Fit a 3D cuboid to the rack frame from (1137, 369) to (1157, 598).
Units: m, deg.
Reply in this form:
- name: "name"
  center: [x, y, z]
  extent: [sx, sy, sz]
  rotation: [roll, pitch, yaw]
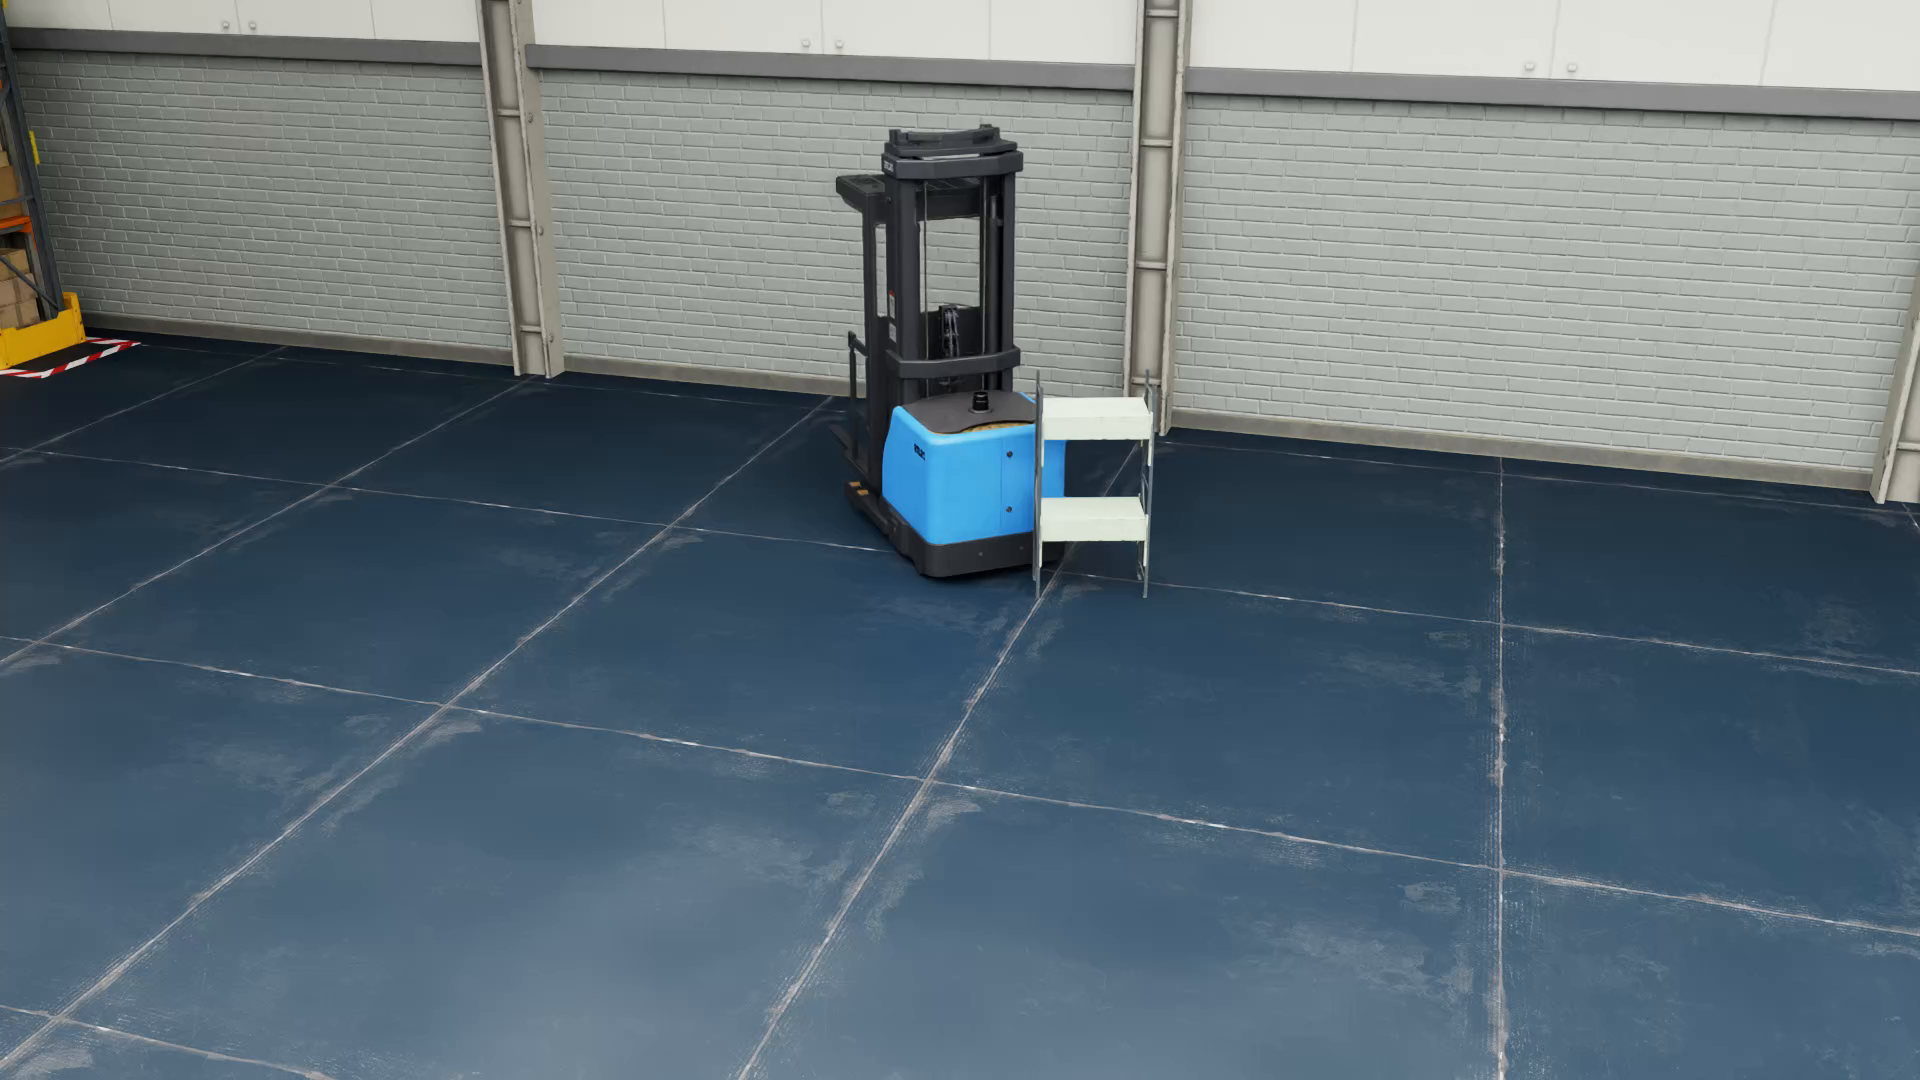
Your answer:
- name: "rack frame"
  center: [1.256, -0.374, 11.205]
  extent: [0.023, 1.500, 0.400]
  rotation: [-1, 22, -1]

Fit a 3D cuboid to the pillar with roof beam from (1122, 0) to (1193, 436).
- name: "pillar with roof beam"
  center: [0.397, -3.581, 9.142]
  extent: [0.400, 9.000, 9.100]
  rotation: [7, 23, 16]

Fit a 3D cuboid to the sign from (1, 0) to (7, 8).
- name: "sign"
  center: [-9.276, -5.311, 16.056]
  extent: [0.005, 0.325, 0.100]
  rotation: [7, 23, 16]

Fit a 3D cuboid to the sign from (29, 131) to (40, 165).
- name: "sign"
  center: [-9.276, -3.919, 16.627]
  extent: [0.005, 0.325, 0.100]
  rotation: [7, 23, 16]

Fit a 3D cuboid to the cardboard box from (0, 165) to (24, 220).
- name: "cardboard box"
  center: [-9.836, -3.483, 16.676]
  extent: [0.500, 0.500, 0.500]
  rotation: [7, 23, 17]

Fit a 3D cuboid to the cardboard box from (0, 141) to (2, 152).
- name: "cardboard box"
  center: [-9.702, -3.880, 16.397]
  extent: [0.250, 0.149, 0.380]
  rotation: [6, 23, 14]

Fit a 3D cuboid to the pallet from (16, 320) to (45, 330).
- name: "pallet"
  center: [-10.186, -2.060, 17.013]
  extent: [1.213, 0.211, 1.003]
  rotation: [7, 23, 16]

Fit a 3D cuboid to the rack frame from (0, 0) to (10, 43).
- name: "rack frame"
  center: [-9.442, -6.057, 15.178]
  extent: [0.127, 3.000, 1.000]
  rotation: [7, 23, 16]

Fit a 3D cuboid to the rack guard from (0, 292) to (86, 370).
- name: "rack guard"
  center: [-9.419, -2.122, 16.785]
  extent: [0.348, 0.500, 1.175]
  rotation: [7, 23, 16]

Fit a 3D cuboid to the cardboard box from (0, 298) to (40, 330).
- name: "cardboard box"
  center: [-9.855, -2.328, 17.063]
  extent: [0.500, 0.250, 0.500]
  rotation: [7, 23, 16]

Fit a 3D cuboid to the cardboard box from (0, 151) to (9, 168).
- name: "cardboard box"
  center: [-9.692, -3.759, 16.495]
  extent: [0.250, 0.149, 0.380]
  rotation: [6, 23, 14]

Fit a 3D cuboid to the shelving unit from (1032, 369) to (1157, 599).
- name: "shelving unit"
  center: [0.890, -0.371, 11.197]
  extent: [0.755, 1.500, 0.431]
  rotation: [-1, 22, -1]

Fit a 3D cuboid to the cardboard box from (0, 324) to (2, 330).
- name: "cardboard box"
  center: [-9.983, -2.140, 16.604]
  extent: [0.500, 0.250, 0.500]
  rotation: [7, 23, 16]

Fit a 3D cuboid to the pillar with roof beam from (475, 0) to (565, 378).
- name: "pillar with roof beam"
  center: [-5.347, -4.239, 10.746]
  extent: [0.400, 9.000, 9.100]
  rotation: [7, 23, 16]

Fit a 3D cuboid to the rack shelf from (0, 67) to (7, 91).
- name: "rack shelf"
  center: [-11.357, -4.555, 16.418]
  extent: [4.000, 0.370, 1.077]
  rotation: [7, 23, 16]

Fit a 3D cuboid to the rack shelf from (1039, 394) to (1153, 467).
- name: "rack shelf"
  center: [0.890, -0.732, 11.049]
  extent: [0.720, 0.370, 0.431]
  rotation: [-1, 22, -1]

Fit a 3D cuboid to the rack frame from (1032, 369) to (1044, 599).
- name: "rack frame"
  center: [0.524, -0.368, 11.189]
  extent: [0.023, 1.500, 0.400]
  rotation: [-1, 22, -1]

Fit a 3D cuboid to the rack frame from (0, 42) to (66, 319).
- name: "rack frame"
  center: [-9.442, -3.281, 16.317]
  extent: [0.127, 3.000, 1.000]
  rotation: [7, 23, 16]

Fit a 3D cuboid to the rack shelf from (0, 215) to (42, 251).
- name: "rack shelf"
  center: [-11.357, -3.168, 16.988]
  extent: [4.000, 0.370, 1.077]
  rotation: [7, 23, 16]

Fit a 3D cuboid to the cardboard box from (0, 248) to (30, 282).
- name: "cardboard box"
  center: [-9.847, -2.787, 16.865]
  extent: [0.500, 0.250, 0.500]
  rotation: [6, 23, 15]

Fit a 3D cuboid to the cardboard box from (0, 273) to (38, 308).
- name: "cardboard box"
  center: [-9.832, -2.562, 16.973]
  extent: [0.500, 0.250, 0.500]
  rotation: [7, 23, 16]

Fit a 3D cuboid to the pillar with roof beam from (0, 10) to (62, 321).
- name: "pillar with roof beam"
  center: [-11.092, -4.896, 12.349]
  extent: [0.400, 9.000, 9.100]
  rotation: [7, 23, 16]

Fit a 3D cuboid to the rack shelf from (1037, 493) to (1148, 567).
- name: "rack shelf"
  center: [0.890, -0.069, 11.321]
  extent: [0.720, 0.370, 0.431]
  rotation: [-1, 22, -1]

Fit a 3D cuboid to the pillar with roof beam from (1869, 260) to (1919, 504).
- name: "pillar with roof beam"
  center: [6.141, -2.923, 7.539]
  extent: [0.400, 9.000, 9.100]
  rotation: [7, 23, 16]

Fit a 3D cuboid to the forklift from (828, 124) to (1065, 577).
- name: "forklift"
  center: [-0.255, -1.629, 12.378]
  extent: [1.130, 2.935, 3.031]
  rotation: [-8, 24, -19]
